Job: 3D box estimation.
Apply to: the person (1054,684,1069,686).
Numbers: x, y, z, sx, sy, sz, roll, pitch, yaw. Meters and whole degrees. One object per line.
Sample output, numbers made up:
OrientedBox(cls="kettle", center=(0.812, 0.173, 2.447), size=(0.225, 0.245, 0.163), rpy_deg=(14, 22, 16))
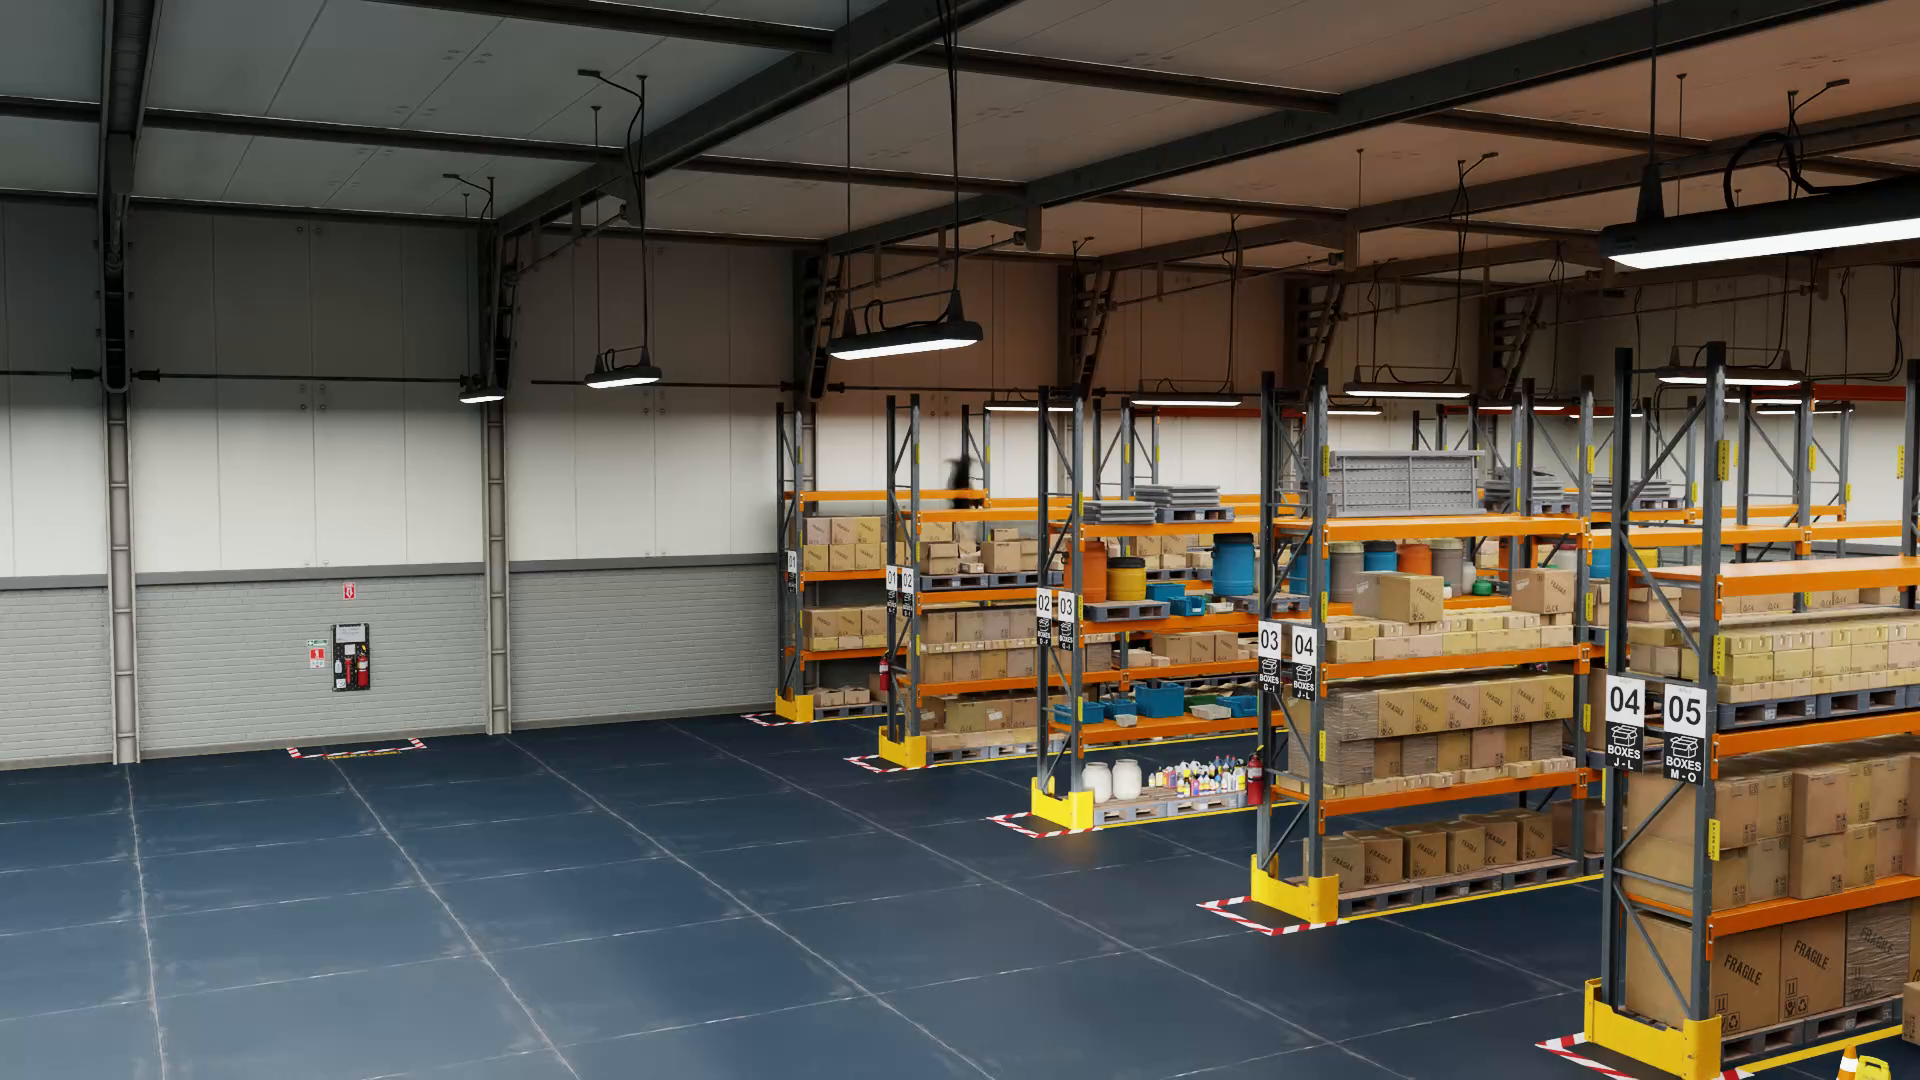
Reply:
OrientedBox(cls="person", center=(1.893, 2.556, 30.655), size=(0.770, 1.711, 0.643), rpy_deg=(-1, 3, -14))
